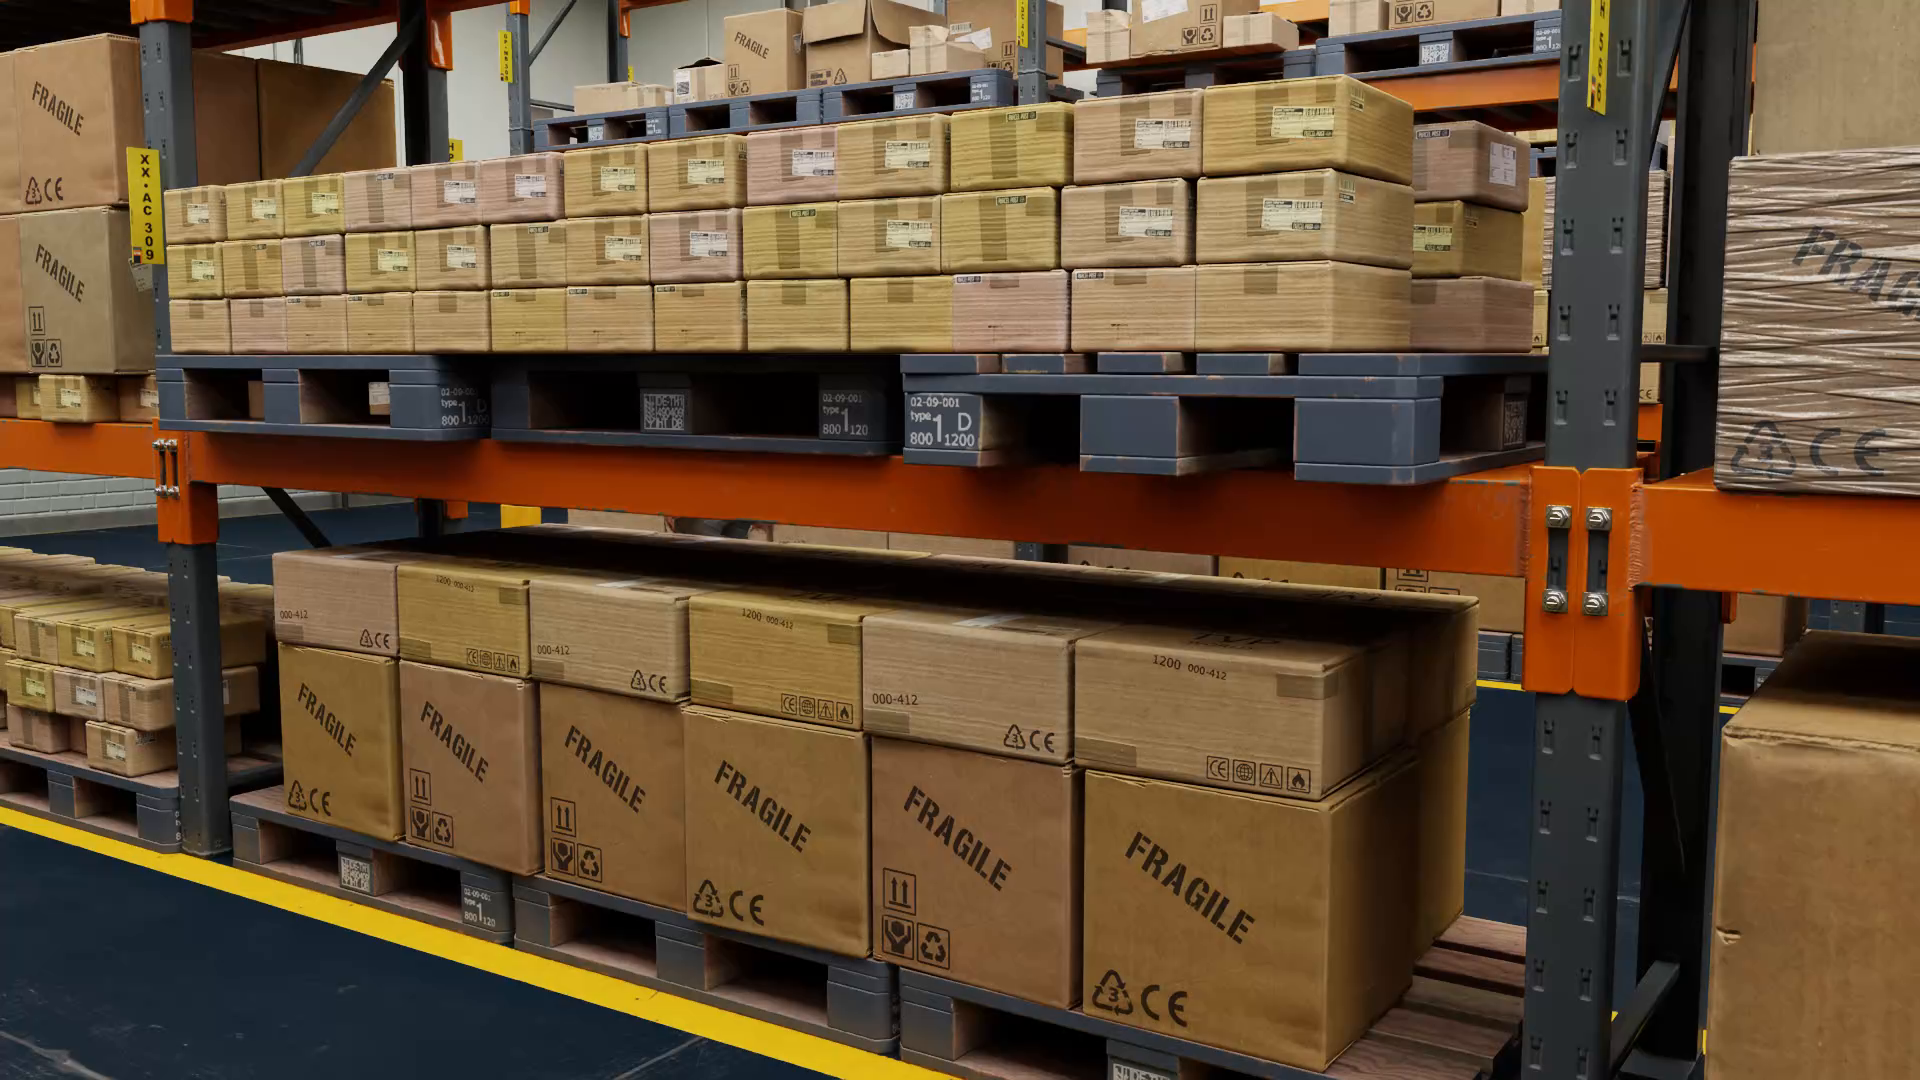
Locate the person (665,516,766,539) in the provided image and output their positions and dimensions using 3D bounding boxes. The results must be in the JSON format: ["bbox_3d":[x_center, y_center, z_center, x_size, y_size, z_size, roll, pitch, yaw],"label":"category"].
[{"bbox_3d":[-1.056,-0.224,7.600,0.764,1.752,0.540,6,8,42],"label":"person"}]
